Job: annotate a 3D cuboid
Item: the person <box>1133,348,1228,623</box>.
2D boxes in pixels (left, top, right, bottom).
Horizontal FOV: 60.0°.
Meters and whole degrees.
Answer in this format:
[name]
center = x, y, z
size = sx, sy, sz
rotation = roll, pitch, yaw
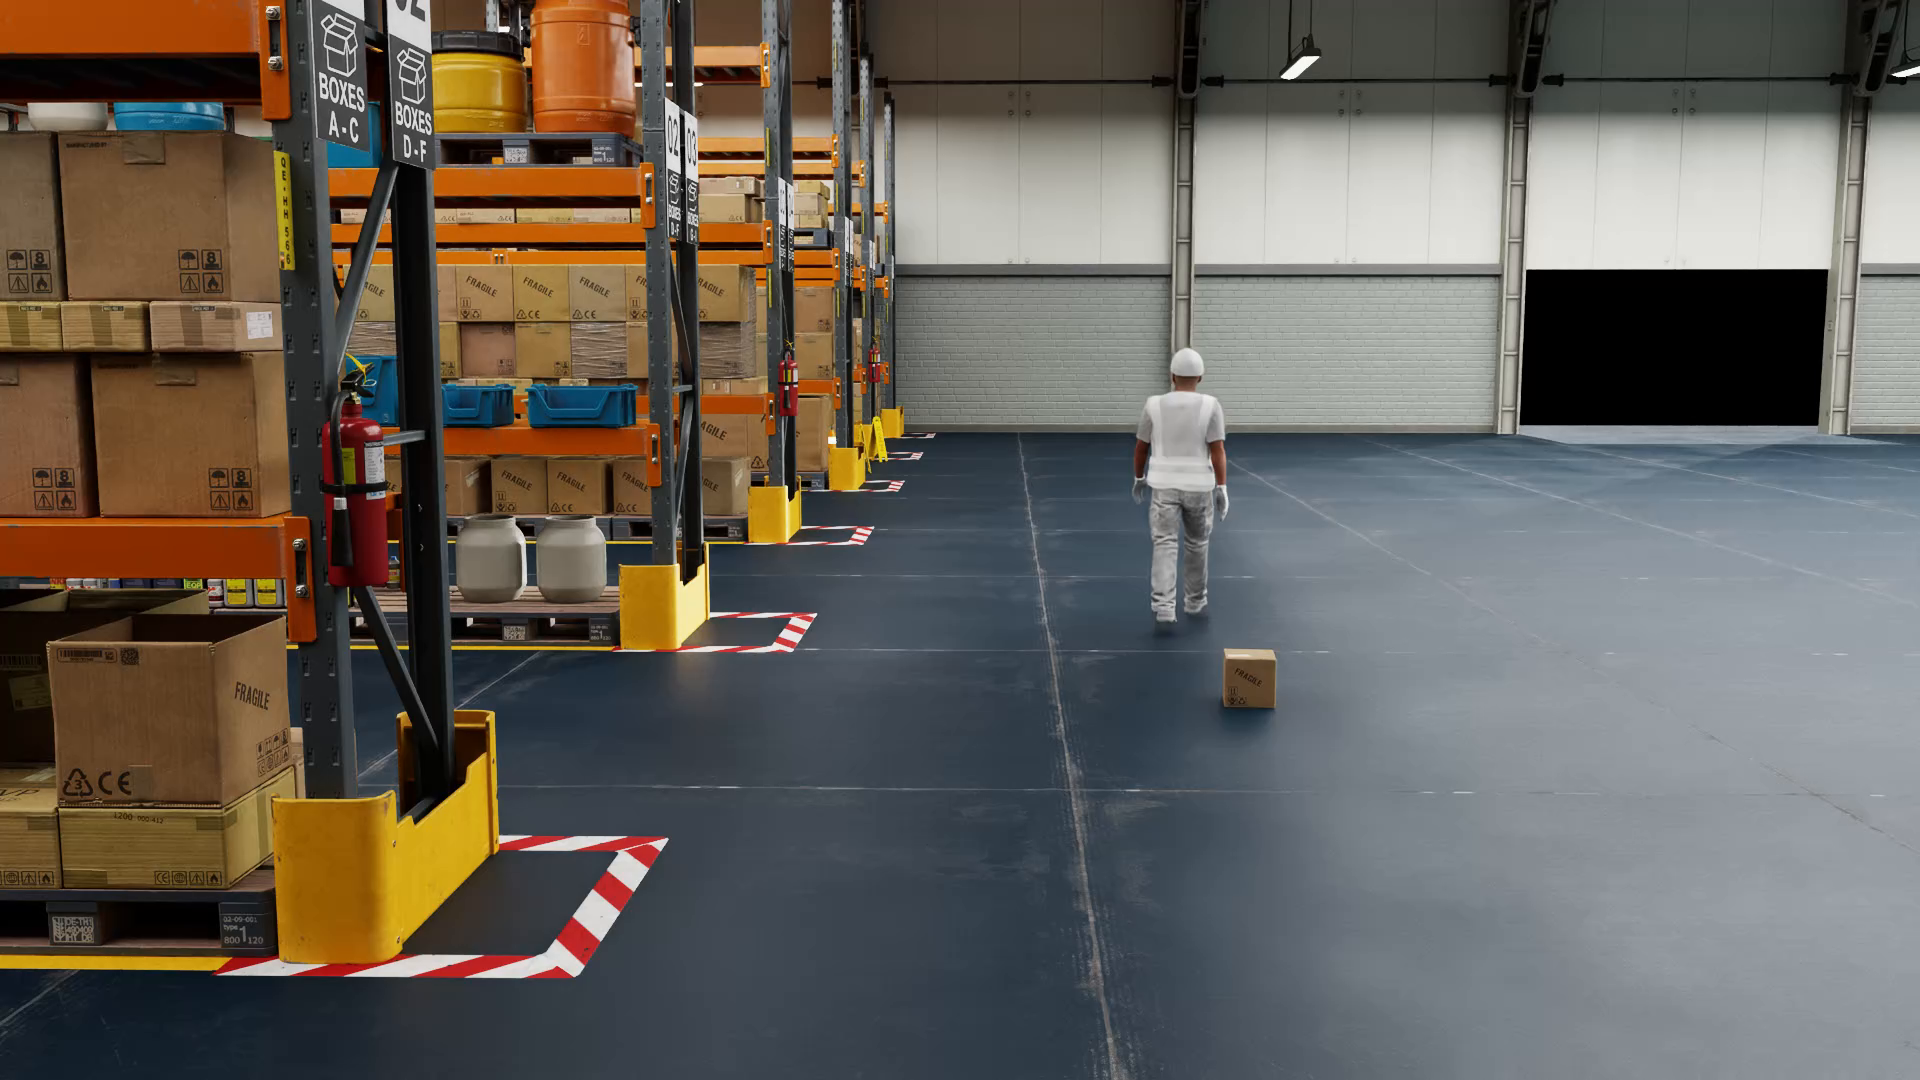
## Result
[person]
center = 1.400, -0.347, 10.589
size = 0.607, 1.740, 1.052
rotation = 1, 7, 8
